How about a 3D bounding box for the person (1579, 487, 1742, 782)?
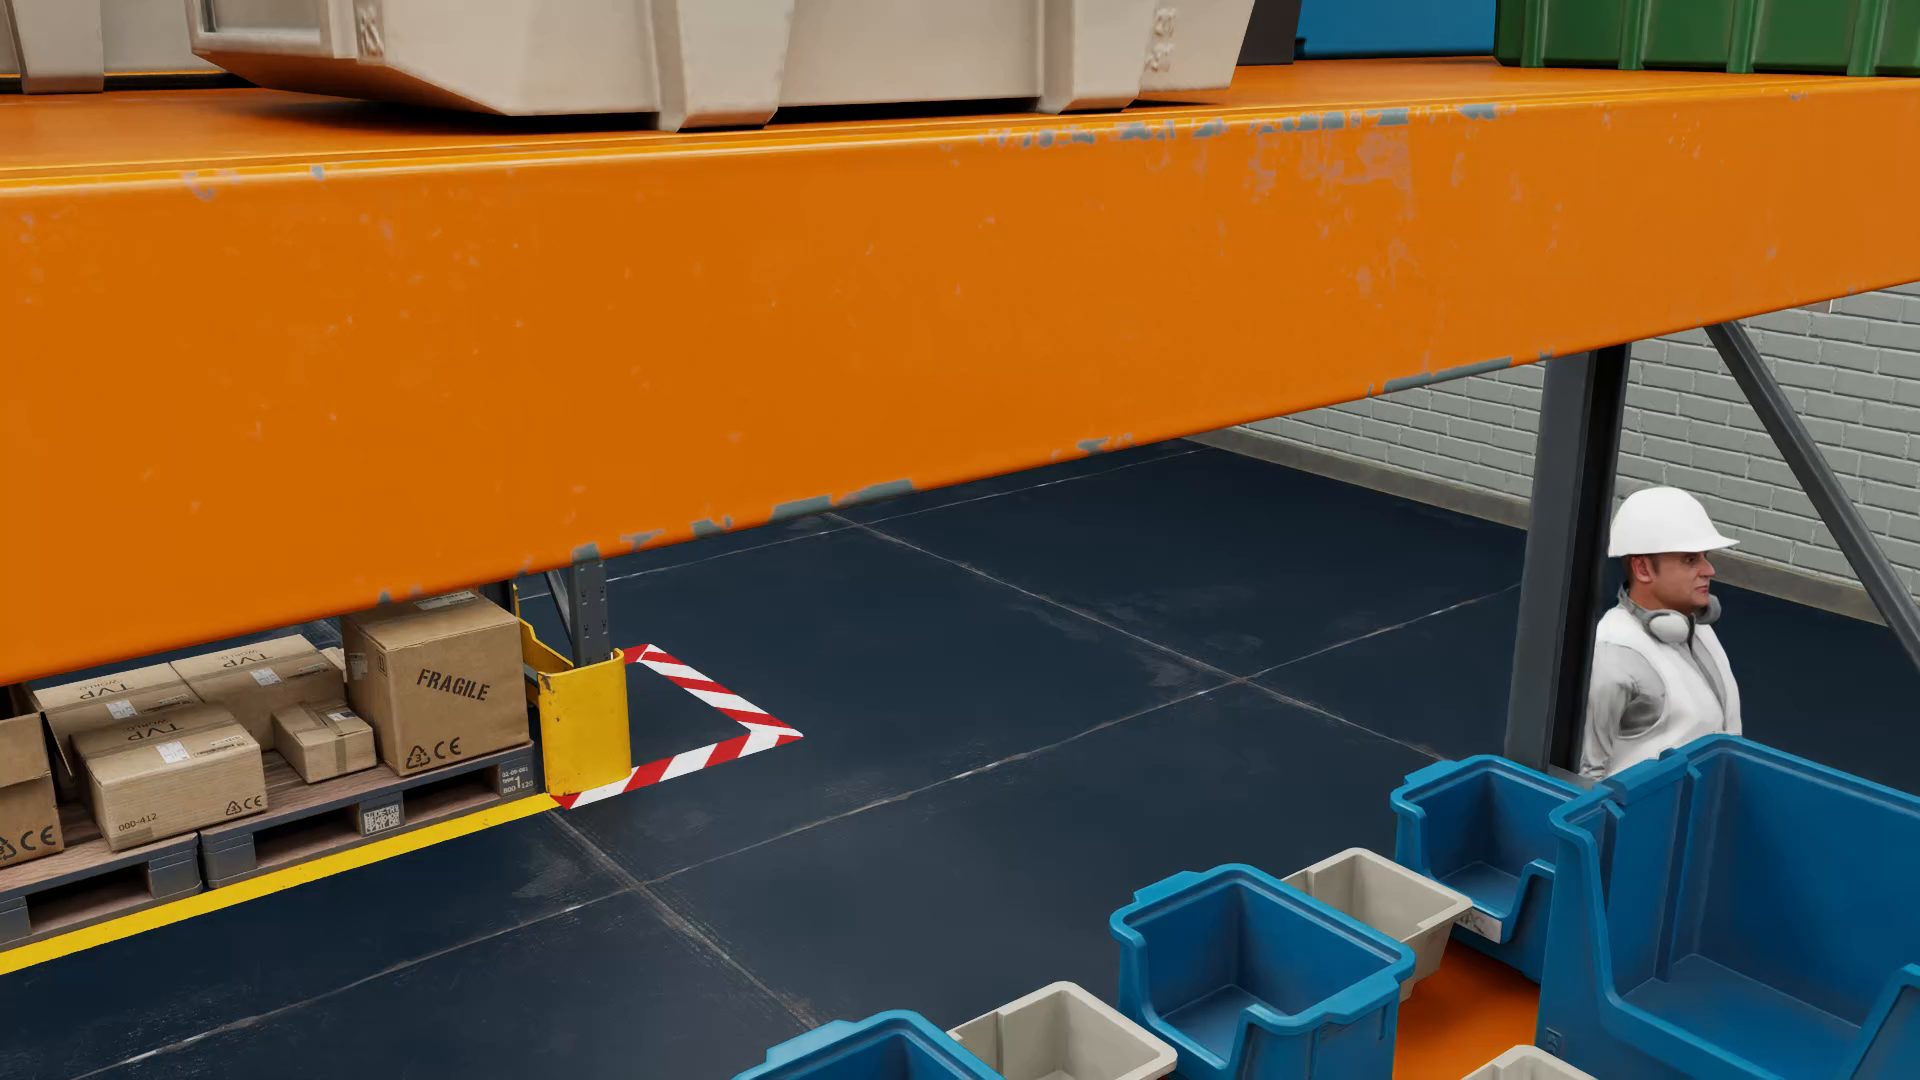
[{"bbox_3d":[1.721,0.766,4.100,0.508,1.819,0.535,15,23,39],"label":"person"}]
